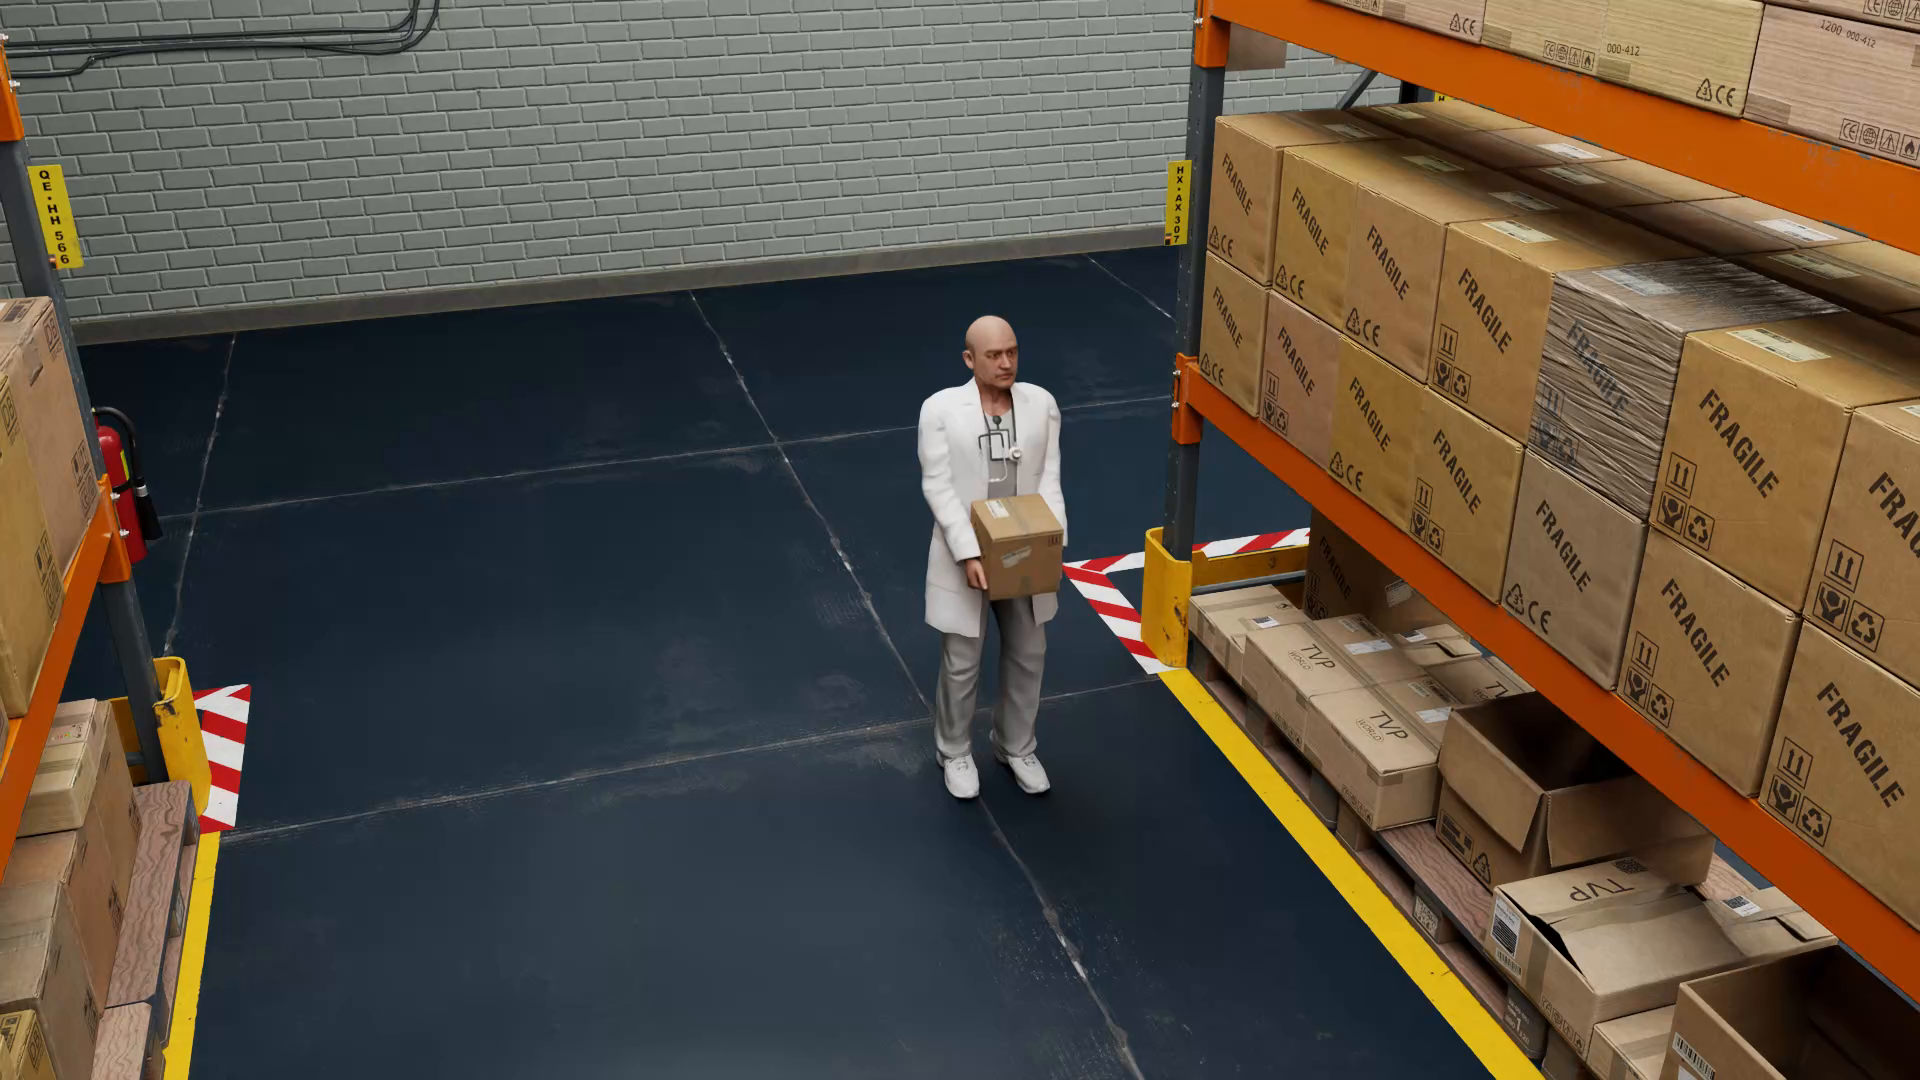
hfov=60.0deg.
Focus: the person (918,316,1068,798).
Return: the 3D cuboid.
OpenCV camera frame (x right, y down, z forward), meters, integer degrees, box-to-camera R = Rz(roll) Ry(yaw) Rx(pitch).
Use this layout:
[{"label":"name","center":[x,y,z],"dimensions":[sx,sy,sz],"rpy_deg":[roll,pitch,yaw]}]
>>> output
[{"label":"person","center":[0.143,0.108,5.915],"dimensions":[0.530,1.770,0.555],"rpy_deg":[-8,27,-15]}]
